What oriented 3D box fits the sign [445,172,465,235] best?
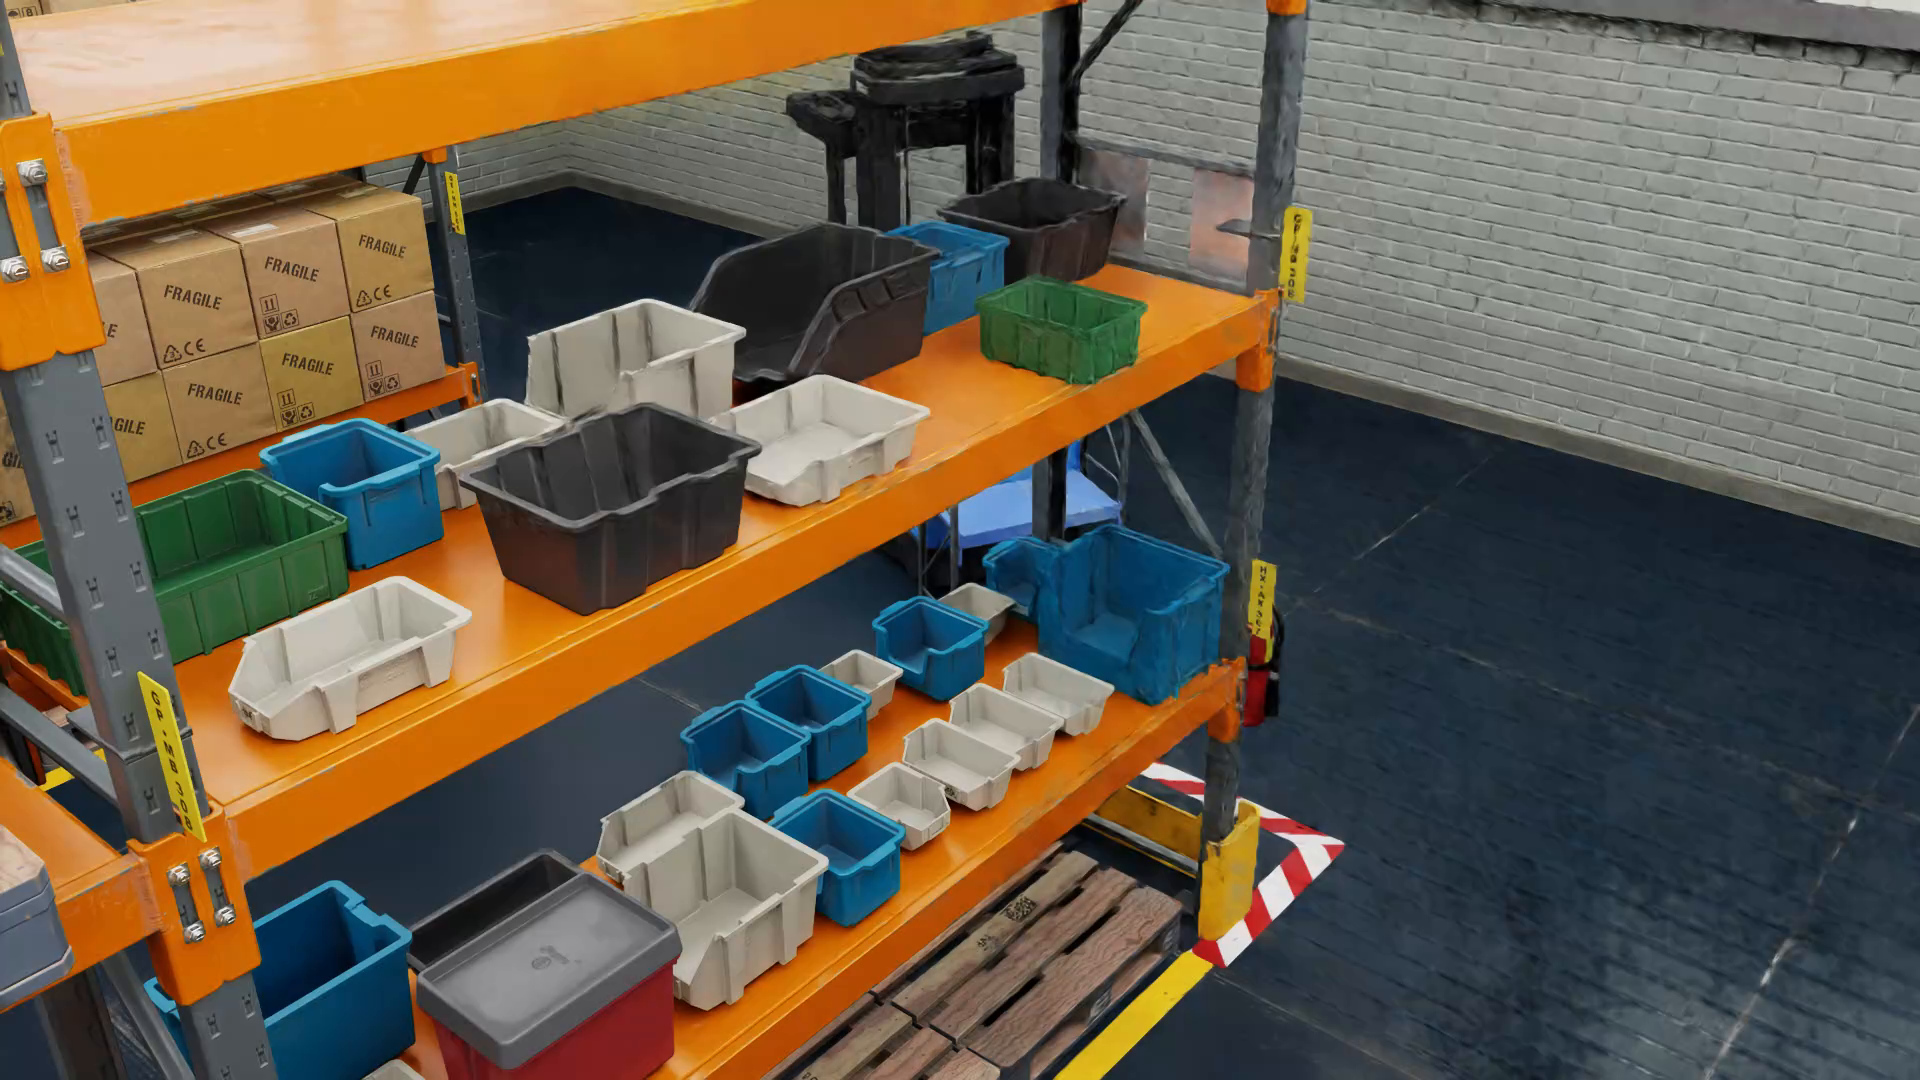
[{"bbox_3d":[-2.685,-1.789,8.839,0.100,0.325,0.005,21,34,34],"label":"sign"}]

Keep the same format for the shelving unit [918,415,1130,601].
[{"bbox_3d":[0.344,-0.302,9.202,1.048,1.500,0.538,-12,30,-21],"label":"shelving unit"}]

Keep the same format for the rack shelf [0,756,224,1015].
[{"bbox_3d":[-3.097,1.260,2.068,1.077,0.370,4.000,21,34,34],"label":"rack shelf"}]

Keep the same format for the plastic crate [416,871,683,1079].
[{"bbox_3d":[-1.063,1.266,4.404,0.402,0.464,0.583,21,34,34],"label":"plastic crate"}]

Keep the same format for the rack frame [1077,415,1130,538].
[{"bbox_3d":[0.809,-0.397,9.385,0.032,1.500,0.500,-12,30,-21],"label":"rack frame"}]

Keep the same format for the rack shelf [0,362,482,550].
[{"bbox_3d":[-4.372,-0.275,8.299,1.077,0.370,4.000,21,34,34],"label":"rack shelf"}]

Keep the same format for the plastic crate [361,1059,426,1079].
[{"bbox_3d":[-1.418,1.531,4.247,0.396,0.136,0.243,21,34,34],"label":"plastic crate"}]

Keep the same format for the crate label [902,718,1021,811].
[{"bbox_3d":[-0.013,0.783,5.694,0.396,0.136,0.243,21,34,34],"label":"crate label"}]

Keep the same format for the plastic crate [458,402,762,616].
[{"bbox_3d":[-0.823,-0.071,4.000,0.497,0.269,0.590,21,34,34],"label":"plastic crate"}]

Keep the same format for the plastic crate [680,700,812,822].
[{"bbox_3d":[-0.720,0.758,5.637,0.416,0.233,0.300,21,34,34],"label":"plastic crate"}]

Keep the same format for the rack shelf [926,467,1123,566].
[{"bbox_3d":[0.344,-0.142,9.284,1.000,0.185,0.538,-12,30,-21],"label":"rack shelf"}]

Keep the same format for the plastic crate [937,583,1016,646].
[{"bbox_3d":[0.041,0.317,6.594,0.250,0.136,0.298,21,34,34],"label":"plastic crate"}]

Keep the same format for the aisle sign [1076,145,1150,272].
[{"bbox_3d":[0.536,-1.121,6.324,0.394,0.787,0.004,21,34,34],"label":"aisle sign"}]

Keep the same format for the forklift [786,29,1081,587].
[{"bbox_3d":[-0.371,-1.681,10.310,1.130,2.935,3.031,-13,30,-23],"label":"forklift"}]

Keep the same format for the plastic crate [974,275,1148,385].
[{"bbox_3d":[0.313,-0.659,5.226,0.450,0.188,0.336,21,34,34],"label":"plastic crate"}]

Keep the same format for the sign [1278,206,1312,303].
[{"bbox_3d":[1.155,-0.985,5.739,0.100,0.325,0.005,21,34,34],"label":"sign"}]

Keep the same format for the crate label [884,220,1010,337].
[{"bbox_3d":[-0.116,-0.888,5.599,0.408,0.251,0.502,21,34,34],"label":"crate label"}]

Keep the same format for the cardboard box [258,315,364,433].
[{"bbox_3d":[-3.502,-0.924,8.664,0.500,0.500,0.500,21,34,35],"label":"cardboard box"}]

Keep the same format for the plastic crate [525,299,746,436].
[{"bbox_3d":[-0.928,-0.438,4.697,0.437,0.282,0.530,21,34,34],"label":"plastic crate"}]

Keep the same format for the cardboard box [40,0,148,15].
[{"bbox_3d":[-4.033,-2.576,7.504,0.700,0.500,0.500,21,34,34],"label":"cardboard box"}]

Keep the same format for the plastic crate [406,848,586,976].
[{"bbox_3d":[-1.320,1.184,4.931,0.437,0.125,0.590,21,34,34],"label":"plastic crate"}]

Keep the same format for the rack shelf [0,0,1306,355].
[{"bbox_3d":[-0.552,-1.313,4.212,1.077,0.370,4.000,21,34,34],"label":"rack shelf"}]

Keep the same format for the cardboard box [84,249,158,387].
[{"bbox_3d":[-4.145,-1.007,7.735,0.500,0.500,0.500,22,35,36],"label":"cardboard box"}]

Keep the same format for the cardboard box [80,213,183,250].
[{"bbox_3d":[-4.234,-1.348,8.394,0.500,0.500,0.500,21,34,35],"label":"cardboard box"}]

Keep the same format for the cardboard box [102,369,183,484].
[{"bbox_3d":[-4.144,-0.571,7.979,0.500,0.500,0.500,20,34,34],"label":"cardboard box"}]

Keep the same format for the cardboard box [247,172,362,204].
[{"bbox_3d":[-3.586,-1.712,9.097,0.500,0.500,0.500,22,35,36],"label":"cardboard box"}]

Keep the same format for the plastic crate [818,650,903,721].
[{"bbox_3d":[-0.391,0.557,6.129,0.250,0.136,0.298,21,34,34],"label":"plastic crate"}]

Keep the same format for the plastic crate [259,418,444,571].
[{"bbox_3d":[-1.492,-0.110,4.116,0.416,0.233,0.300,21,34,34],"label":"plastic crate"}]

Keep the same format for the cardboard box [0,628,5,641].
[{"bbox_3d":[-5.024,0.563,8.345,0.500,0.311,0.500,21,34,34],"label":"cardboard box"}]

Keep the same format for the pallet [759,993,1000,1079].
[{"bbox_3d":[-0.611,2.096,5.969,1.003,0.211,1.213,21,34,34],"label":"pallet"}]

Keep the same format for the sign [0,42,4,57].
[{"bbox_3d":[-1.401,-0.846,2.320,0.100,0.325,0.005,21,34,34],"label":"sign"}]

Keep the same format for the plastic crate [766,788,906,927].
[{"bbox_3d":[-0.389,0.996,5.176,0.416,0.233,0.300,21,34,34],"label":"plastic crate"}]

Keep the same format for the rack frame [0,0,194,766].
[{"bbox_3d":[-1.824,-1.101,2.584,1.000,3.000,0.127,21,34,34],"label":"rack frame"}]

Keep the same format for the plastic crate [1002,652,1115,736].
[{"bbox_3d":[0.341,0.578,6.089,0.396,0.136,0.243,21,34,34],"label":"plastic crate"}]

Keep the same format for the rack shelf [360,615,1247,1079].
[{"bbox_3d":[-0.552,1.174,5.498,1.077,0.370,4.000,21,34,34],"label":"rack shelf"}]

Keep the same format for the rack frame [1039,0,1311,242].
[{"bbox_3d":[0.720,-2.519,5.325,1.000,3.000,0.127,21,34,34],"label":"rack frame"}]

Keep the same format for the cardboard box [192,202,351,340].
[{"bbox_3d":[-3.492,-1.374,8.445,0.500,0.500,0.500,22,34,36],"label":"cardboard box"}]

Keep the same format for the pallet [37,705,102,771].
[{"bbox_3d":[-4.431,0.676,8.714,1.003,0.211,1.213,21,34,34],"label":"pallet"}]

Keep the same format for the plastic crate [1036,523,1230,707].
[{"bbox_3d":[0.651,0.277,6.347,0.616,0.435,0.499,21,34,34],"label":"plastic crate"}]
